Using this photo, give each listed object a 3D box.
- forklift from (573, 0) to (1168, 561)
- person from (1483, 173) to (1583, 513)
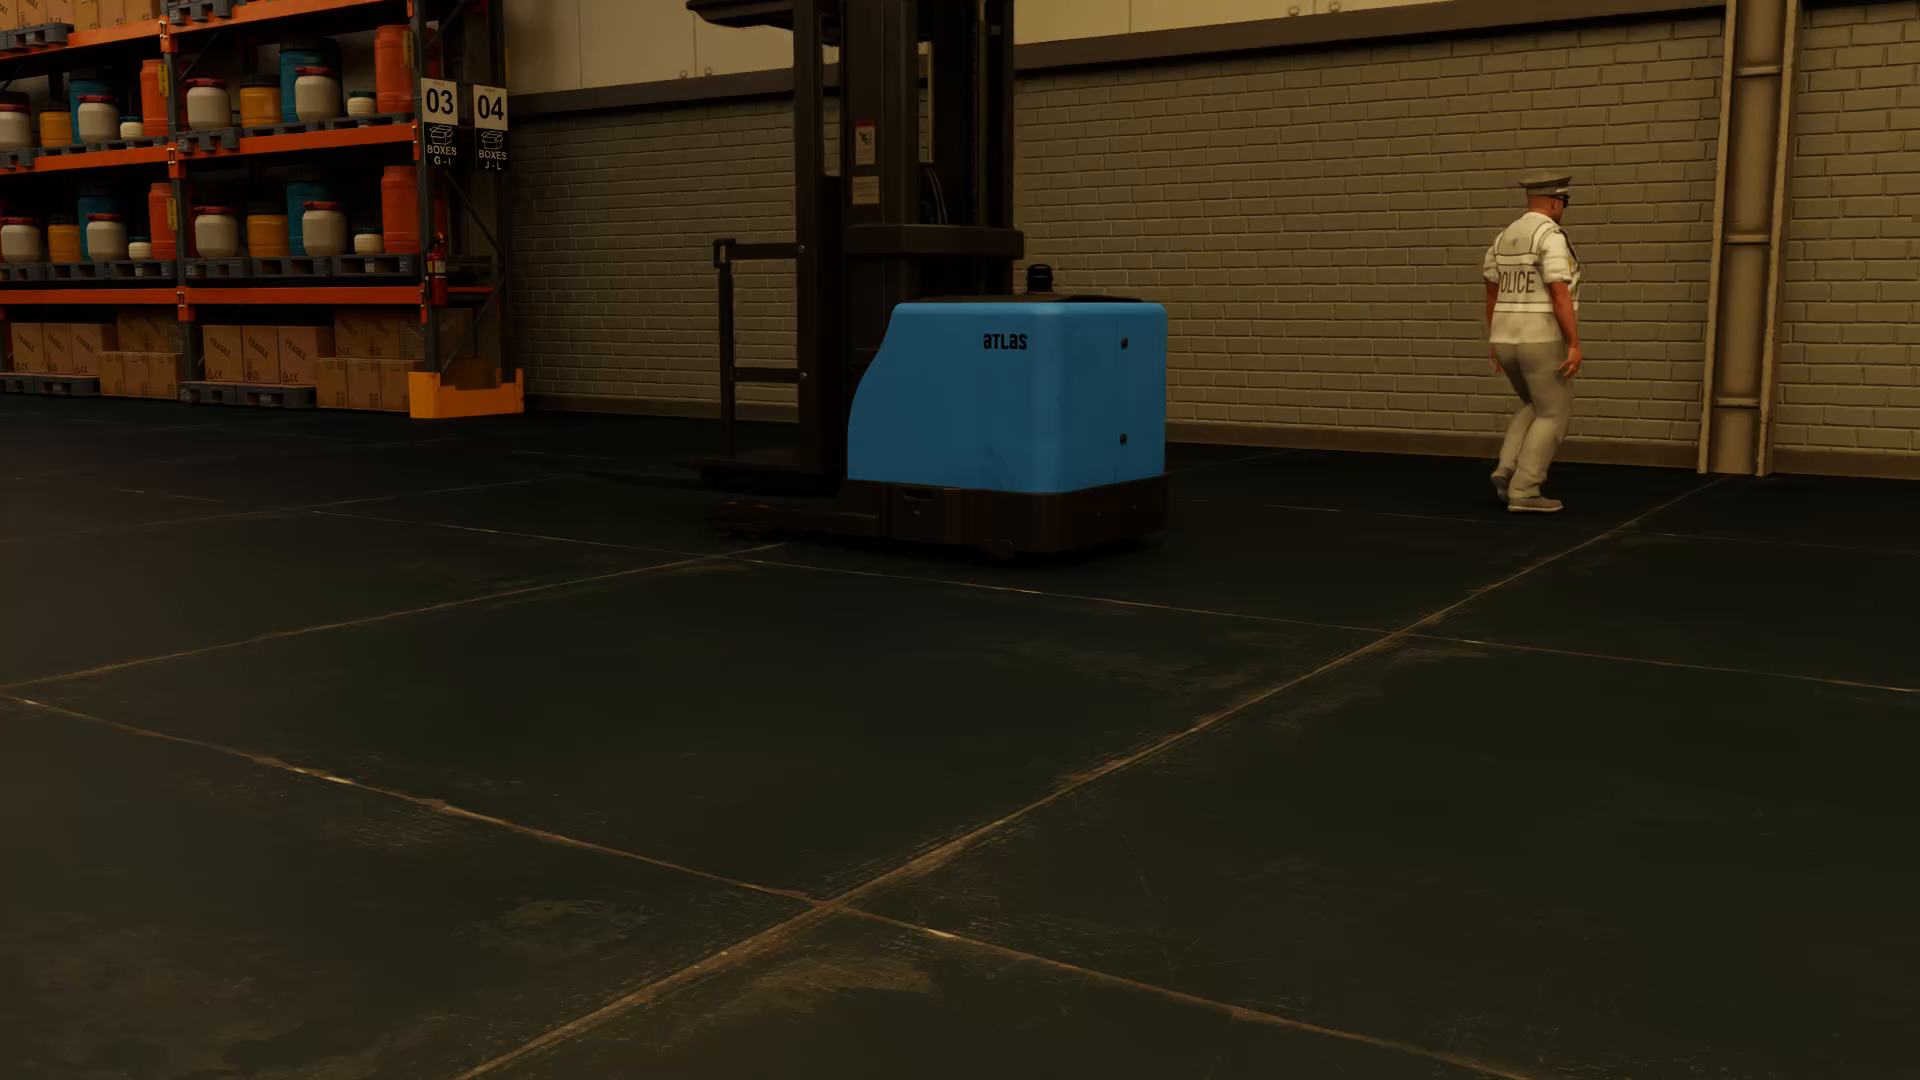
[{"bbox_3d":[-0.565,-1.504,7.771,3.031,2.935,1.130,6,10,35],"label":"forklift"},{"bbox_3d":[3.013,-1.000,8.608,0.496,1.771,0.650,-3,9,-20],"label":"person"}]
